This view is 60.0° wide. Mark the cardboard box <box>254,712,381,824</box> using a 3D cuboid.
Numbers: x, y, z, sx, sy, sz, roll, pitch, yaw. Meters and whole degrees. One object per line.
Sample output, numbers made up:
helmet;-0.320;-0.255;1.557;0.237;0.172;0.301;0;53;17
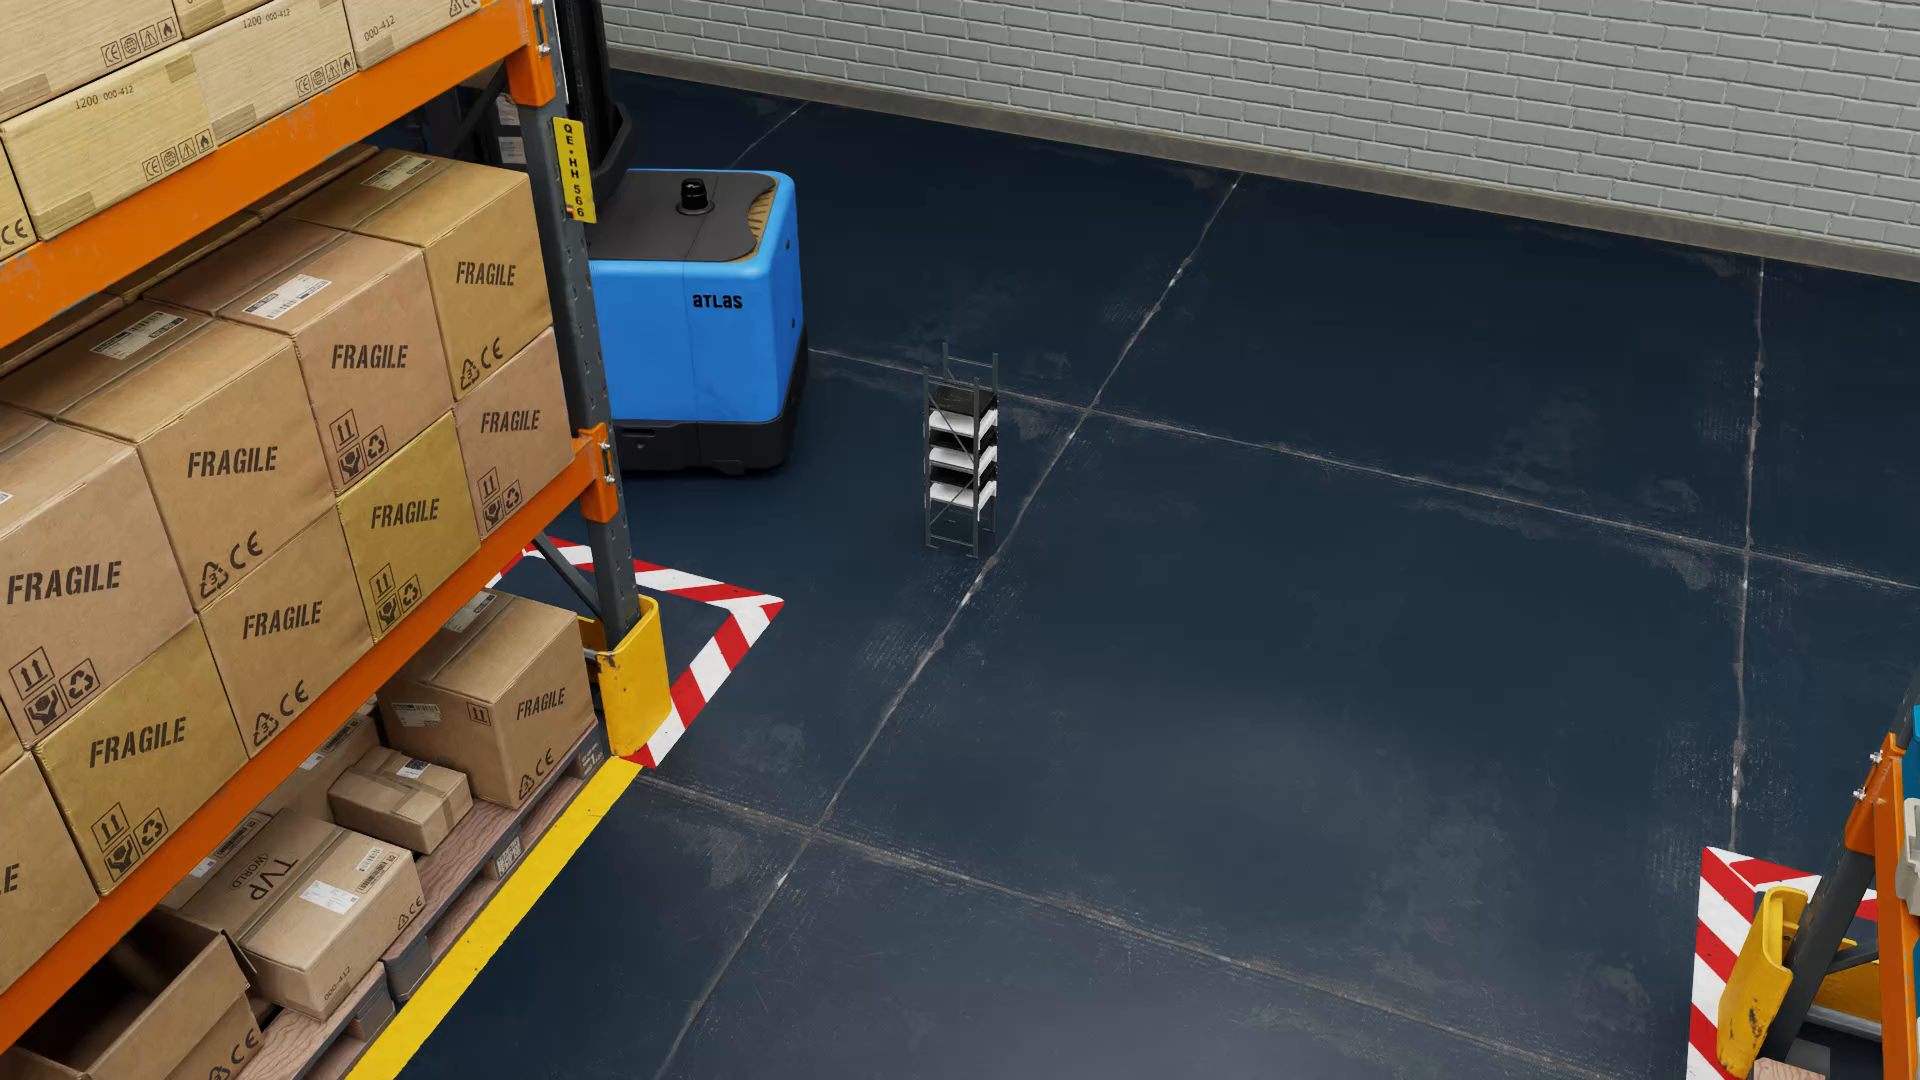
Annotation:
cardboard box;-2.322;0.783;5.626;0.500;0.250;0.500;14;39;18

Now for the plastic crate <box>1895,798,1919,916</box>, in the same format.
plastic crate;2.320;0.777;3.875;0.250;0.136;0.298;14;39;18

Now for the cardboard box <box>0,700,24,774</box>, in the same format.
cardboard box;-2.353;0.352;3.355;0.500;0.500;0.500;13;39;16

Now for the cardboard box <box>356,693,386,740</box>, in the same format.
cardboard box;-2.234;0.596;5.947;0.380;0.166;0.250;14;39;18

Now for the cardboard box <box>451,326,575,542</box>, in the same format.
cardboard box;-1.581;-0.385;5.176;0.500;0.500;0.500;15;39;19

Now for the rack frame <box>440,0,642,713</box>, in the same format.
rack frame;-1.662;-0.655;5.621;1.000;3.000;0.127;14;39;18

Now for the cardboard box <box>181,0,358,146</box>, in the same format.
cardboard box;-1.814;-1.178;3.940;0.500;0.250;0.500;14;39;18

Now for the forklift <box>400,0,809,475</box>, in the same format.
forklift;-2.290;-1.792;7.200;3.031;2.935;1.130;2;37;2

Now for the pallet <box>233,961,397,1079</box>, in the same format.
pallet;-2.459;1.619;4.908;1.003;0.211;1.213;14;39;18

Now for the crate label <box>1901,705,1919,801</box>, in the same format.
crate label;2.519;0.580;4.058;0.416;0.233;0.303;14;39;18

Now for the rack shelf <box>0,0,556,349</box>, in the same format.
rack shelf;-2.423;-0.461;3.457;1.077;0.370;4.000;14;39;18

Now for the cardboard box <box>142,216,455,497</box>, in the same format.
cardboard box;-1.769;-0.507;4.504;0.500;0.500;0.500;15;39;19

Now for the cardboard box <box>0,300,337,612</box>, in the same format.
cardboard box;-1.962;-0.219;4.118;0.500;0.500;0.500;15;39;19

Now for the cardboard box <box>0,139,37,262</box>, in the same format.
cardboard box;-2.198;-0.625;3.200;0.500;0.250;0.500;14;39;18

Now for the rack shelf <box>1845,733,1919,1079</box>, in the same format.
rack shelf;2.156;1.871;2.842;1.077;0.370;4.000;14;39;18

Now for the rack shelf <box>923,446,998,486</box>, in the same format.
rack shelf;0.003;-0.338;7.007;0.258;0.077;0.200;14;39;18

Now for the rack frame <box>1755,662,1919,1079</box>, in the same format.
rack frame;2.917;0.475;4.109;1.000;3.000;0.127;14;39;18

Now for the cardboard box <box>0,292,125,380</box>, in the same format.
cardboard box;-2.462;-0.343;4.285;0.500;0.500;0.500;14;39;18

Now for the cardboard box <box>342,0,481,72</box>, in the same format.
cardboard box;-1.614;-1.452;4.307;0.500;0.250;0.500;14;39;18

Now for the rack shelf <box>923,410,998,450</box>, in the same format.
rack shelf;0.003;-0.482;6.899;0.258;0.077;0.200;14;39;18

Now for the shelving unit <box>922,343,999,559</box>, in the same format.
shelving unit;0.003;-0.365;6.987;0.258;0.900;0.210;14;39;18

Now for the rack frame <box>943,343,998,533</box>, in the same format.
rack frame;0.042;-0.421;7.062;0.240;0.900;0.006;14;39;18

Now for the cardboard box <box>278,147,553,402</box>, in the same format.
cardboard box;-1.577;-0.787;4.878;0.500;0.500;0.500;14;39;17

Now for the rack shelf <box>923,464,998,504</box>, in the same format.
rack shelf;0.003;-0.266;7.060;0.258;0.077;0.200;14;39;18

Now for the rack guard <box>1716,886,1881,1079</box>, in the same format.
rack guard;2.914;1.460;4.879;1.175;0.500;0.348;14;39;18

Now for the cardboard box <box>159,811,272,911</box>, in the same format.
cardboard box;-2.512;1.060;5.255;0.500;0.250;0.500;14;39;18

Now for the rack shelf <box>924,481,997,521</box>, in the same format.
rack shelf;0.003;-0.194;7.114;0.258;0.077;0.200;14;39;18

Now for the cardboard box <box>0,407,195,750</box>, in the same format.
cardboard box;-2.157;0.066;3.738;0.500;0.500;0.500;15;39;19

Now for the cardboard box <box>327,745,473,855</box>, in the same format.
cardboard box;-1.879;0.864;5.587;0.380;0.166;0.250;14;39;18

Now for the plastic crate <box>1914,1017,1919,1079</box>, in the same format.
plastic crate;2.062;1.153;3.372;0.250;0.136;0.298;14;39;18

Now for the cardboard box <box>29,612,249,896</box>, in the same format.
cardboard box;-2.162;0.457;4.050;0.500;0.500;0.500;13;39;17

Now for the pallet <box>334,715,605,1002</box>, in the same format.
pallet;-1.993;0.946;5.809;1.003;0.211;1.213;14;39;18

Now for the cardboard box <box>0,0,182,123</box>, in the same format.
cardboard box;-2.006;-1.101;3.420;0.500;0.250;0.500;14;39;18

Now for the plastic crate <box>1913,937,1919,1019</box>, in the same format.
plastic crate;2.268;0.945;3.571;0.416;0.233;0.300;14;39;18

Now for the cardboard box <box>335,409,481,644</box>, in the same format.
cardboard box;-1.775;-0.097;4.791;0.500;0.500;0.500;14;39;18

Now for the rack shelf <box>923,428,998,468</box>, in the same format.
rack shelf;0.003;-0.410;6.953;0.258;0.077;0.200;14;39;18

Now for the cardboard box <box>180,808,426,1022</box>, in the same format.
cardboard box;-2.030;1.146;5.140;0.500;0.250;0.500;14;39;18

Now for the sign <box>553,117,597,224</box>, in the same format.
sign;-1.156;-1.108;4.996;0.100;0.325;0.005;14;39;18

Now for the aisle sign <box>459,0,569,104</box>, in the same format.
aisle sign;-1.353;-1.664;4.800;0.394;0.787;0.004;14;39;18

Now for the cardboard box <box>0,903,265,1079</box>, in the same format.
cardboard box;-2.474;1.342;4.667;0.797;0.503;0.637;14;39;18

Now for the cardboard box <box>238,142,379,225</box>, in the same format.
cardboard box;-2.075;-0.910;5.043;0.500;0.500;0.500;15;39;19

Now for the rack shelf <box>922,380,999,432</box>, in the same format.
rack shelf;0.003;-0.555;6.845;0.258;0.077;0.200;14;39;18

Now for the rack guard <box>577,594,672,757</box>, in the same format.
rack guard;-1.691;0.388;6.313;1.175;0.500;0.348;14;39;18

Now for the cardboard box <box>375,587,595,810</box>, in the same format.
cardboard box;-1.641;0.527;5.760;0.500;0.500;0.500;14;39;18

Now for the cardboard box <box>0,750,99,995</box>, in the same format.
cardboard box;-2.354;0.739;3.673;0.500;0.500;0.500;14;39;18

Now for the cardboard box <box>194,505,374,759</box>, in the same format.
cardboard box;-1.970;0.178;4.423;0.500;0.500;0.500;14;39;18

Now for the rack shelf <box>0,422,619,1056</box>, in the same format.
rack shelf;-2.423;0.740;4.355;1.077;0.370;4.000;14;39;18

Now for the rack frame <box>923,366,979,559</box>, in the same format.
rack frame;-0.036;-0.309;6.911;0.240;0.900;0.006;14;39;18

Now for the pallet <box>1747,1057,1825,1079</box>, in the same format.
pallet;2.568;2.040;4.344;1.003;0.211;1.213;14;39;18

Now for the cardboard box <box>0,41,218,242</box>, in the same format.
cardboard box;-1.992;-0.898;3.566;0.500;0.250;0.500;14;39;18

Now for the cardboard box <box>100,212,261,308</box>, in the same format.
cardboard box;-2.267;-0.619;4.654;0.500;0.500;0.500;14;39;18

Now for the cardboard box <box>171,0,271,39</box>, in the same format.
cardboard box;-1.812;-1.377;3.789;0.500;0.250;0.500;14;39;18
